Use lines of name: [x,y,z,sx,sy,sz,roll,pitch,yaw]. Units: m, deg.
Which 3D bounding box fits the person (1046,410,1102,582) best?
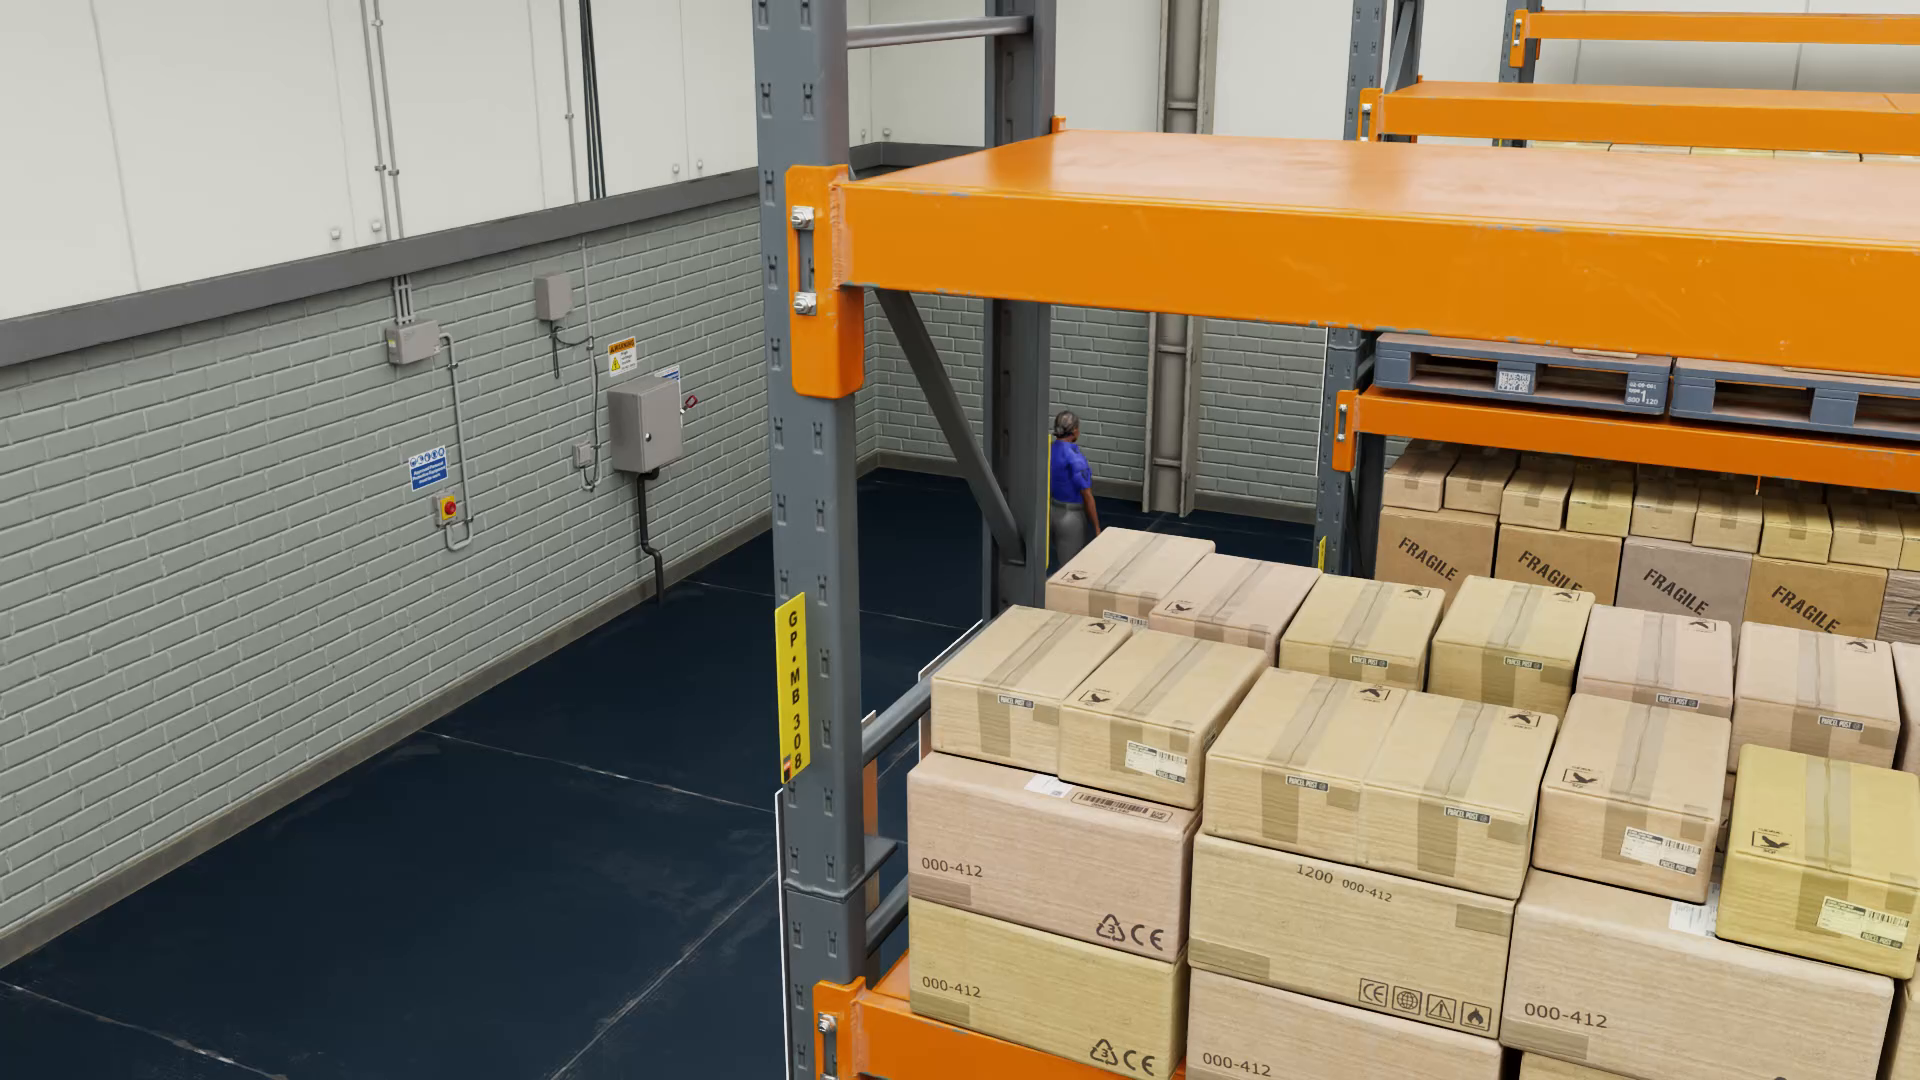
person: [0.739,-0.111,11.881,0.846,1.632,0.532,-11,22,-30]
